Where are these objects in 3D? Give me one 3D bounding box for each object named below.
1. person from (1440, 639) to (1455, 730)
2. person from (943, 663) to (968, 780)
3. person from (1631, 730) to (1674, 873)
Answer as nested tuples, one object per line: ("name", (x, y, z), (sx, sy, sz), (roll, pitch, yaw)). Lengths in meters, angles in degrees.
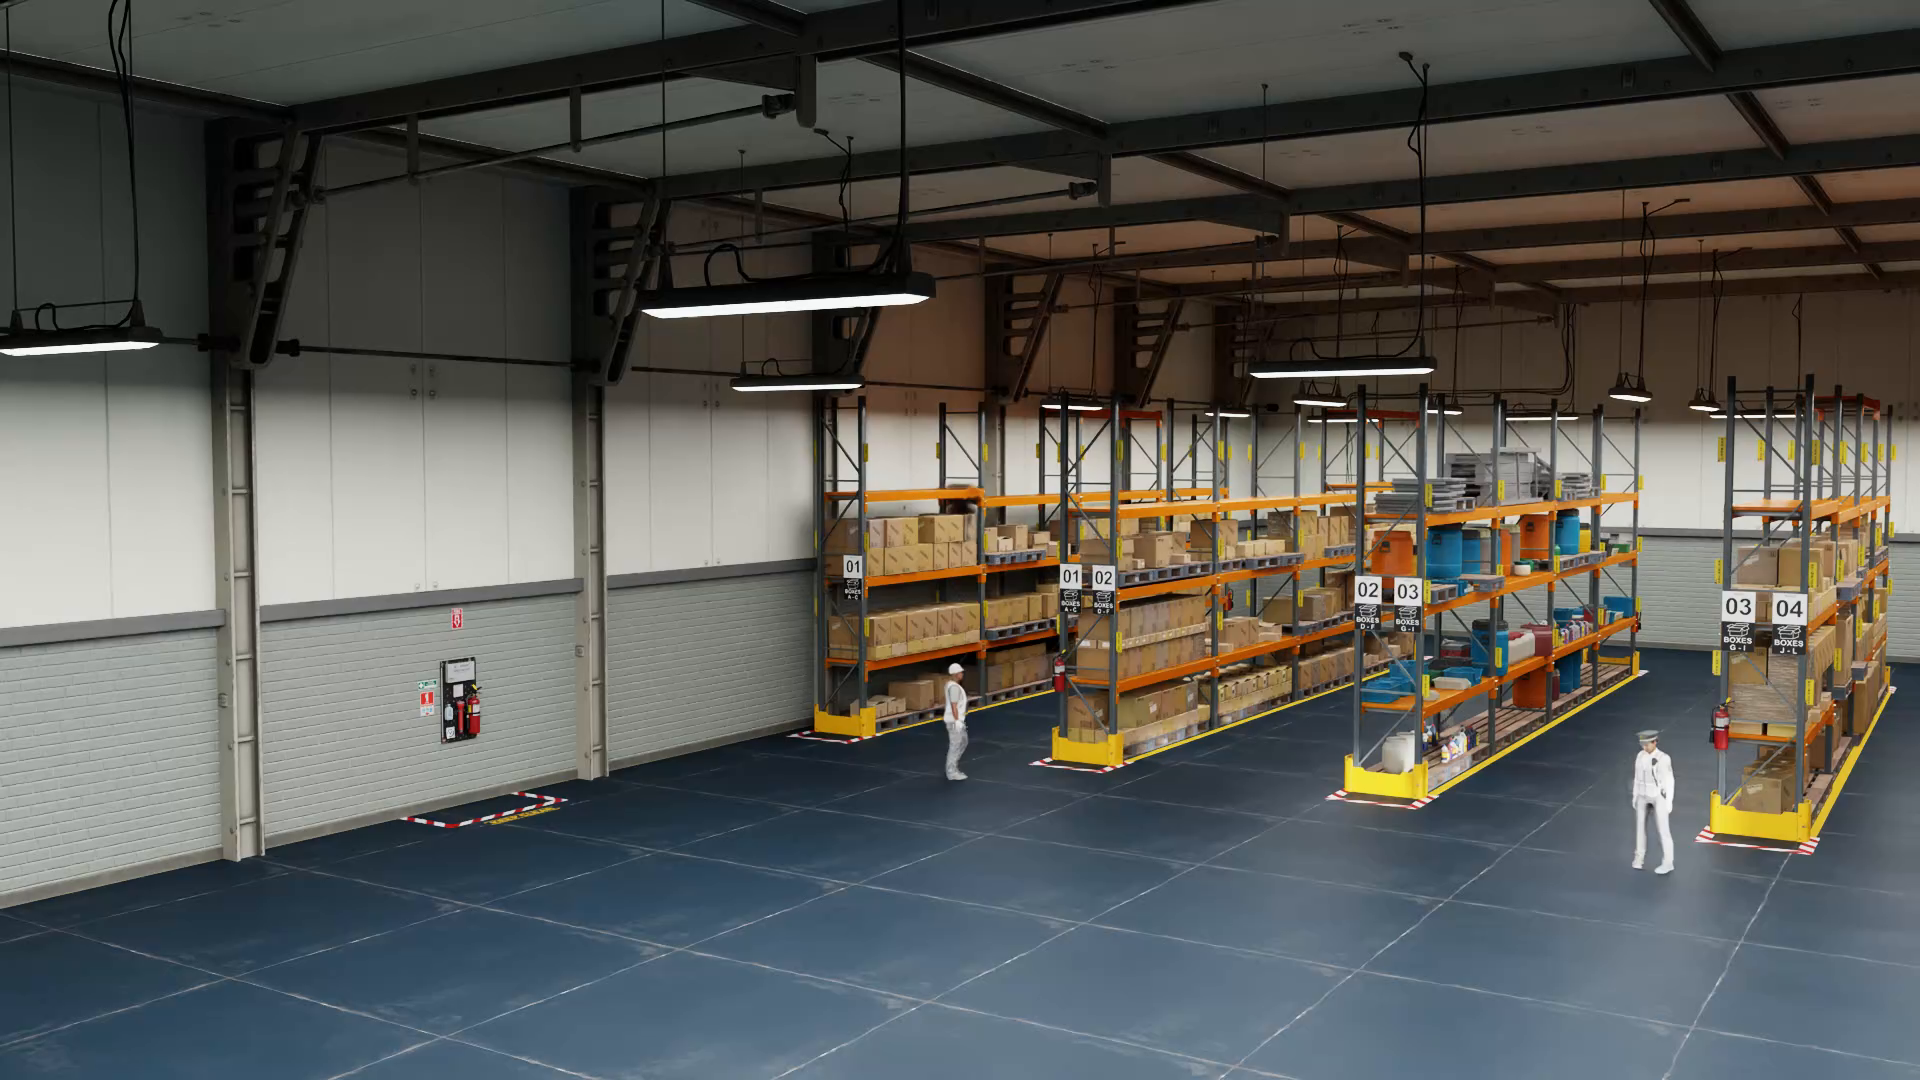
("person", (8.707, 2.587, 29.899), (0.546, 1.648, 0.911), (-1, 3, -17))
("person", (-0.062, 2.785, 25.456), (0.386, 1.790, 0.670), (0, 3, 0))
("person", (8.311, 3.118, 19.977), (0.379, 1.667, 0.548), (-2, 4, -31))
